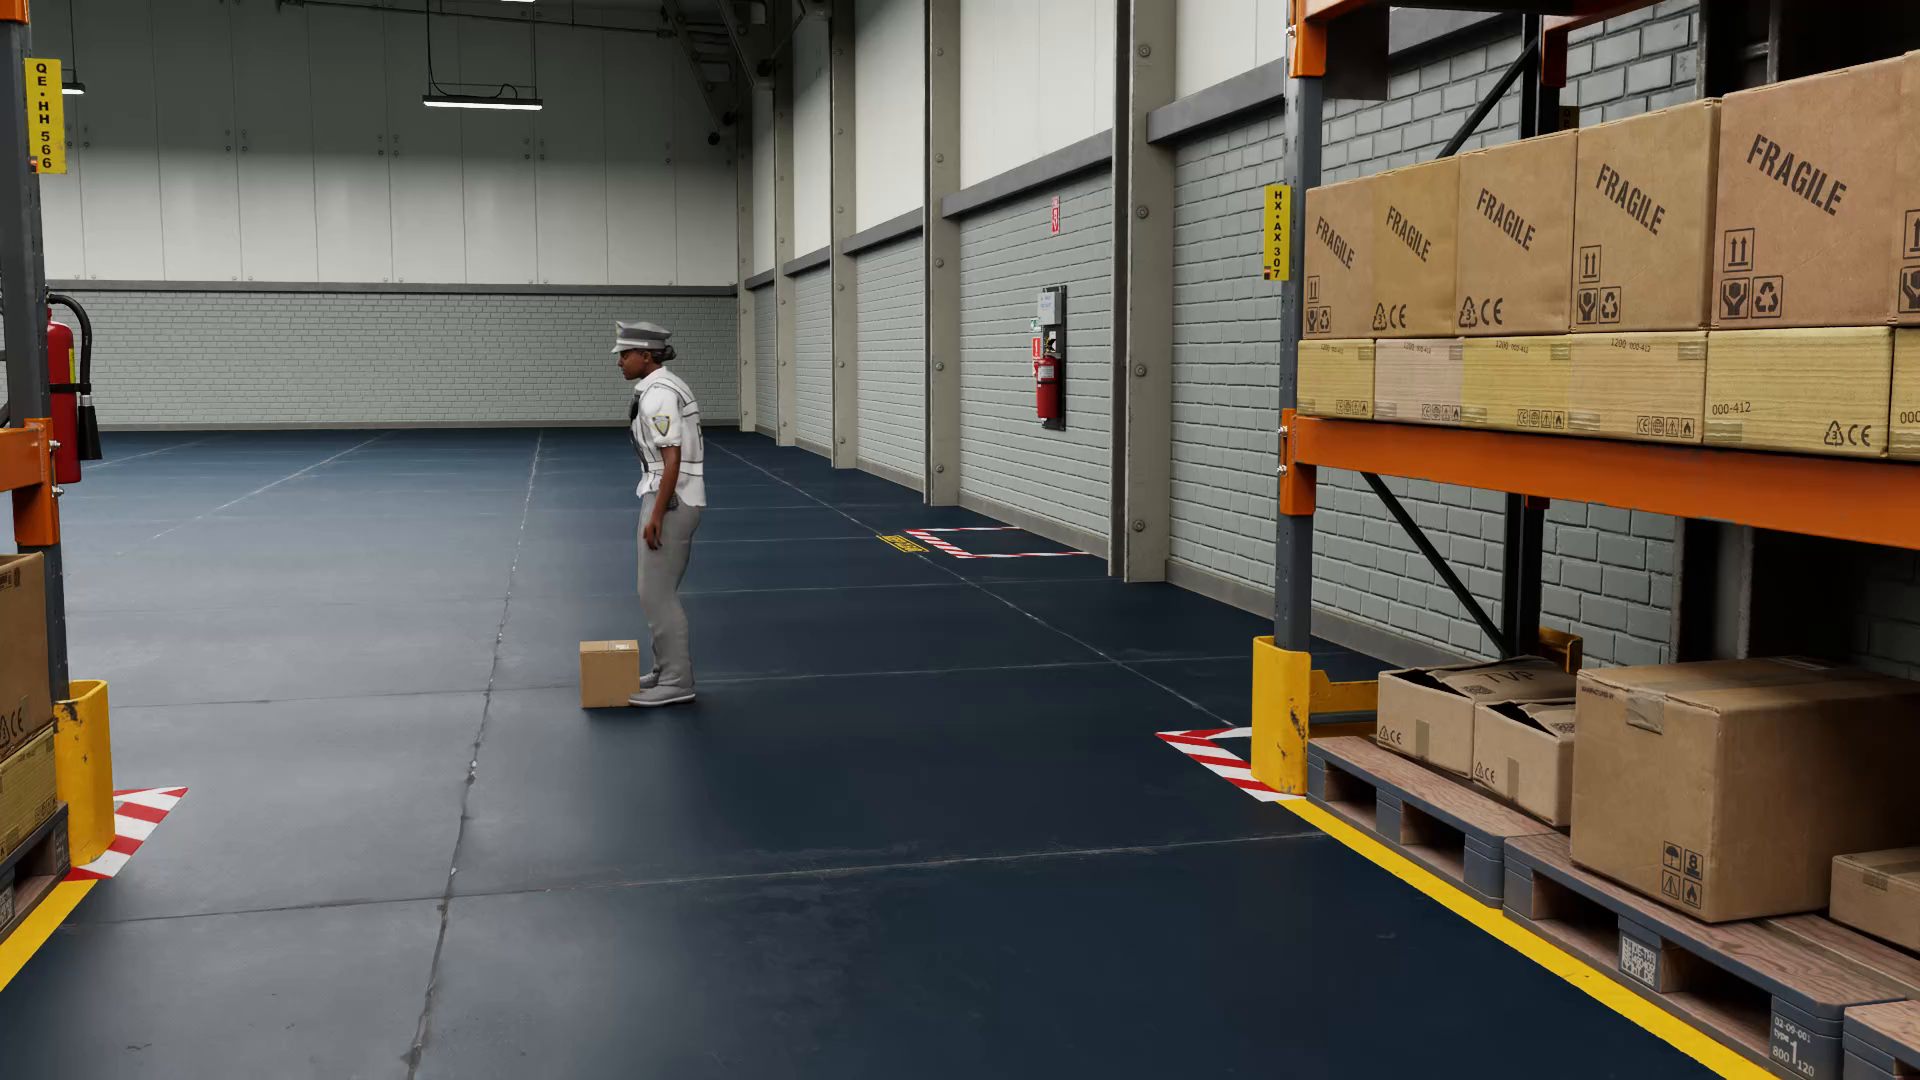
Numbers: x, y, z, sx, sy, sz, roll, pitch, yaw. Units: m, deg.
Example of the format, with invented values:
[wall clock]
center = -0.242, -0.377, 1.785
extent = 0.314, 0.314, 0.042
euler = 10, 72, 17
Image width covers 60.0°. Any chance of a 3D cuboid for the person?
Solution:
[person]
center = -1.314, -0.122, 7.296
extent = 0.392, 1.660, 0.506
euler = -1, 6, -13
